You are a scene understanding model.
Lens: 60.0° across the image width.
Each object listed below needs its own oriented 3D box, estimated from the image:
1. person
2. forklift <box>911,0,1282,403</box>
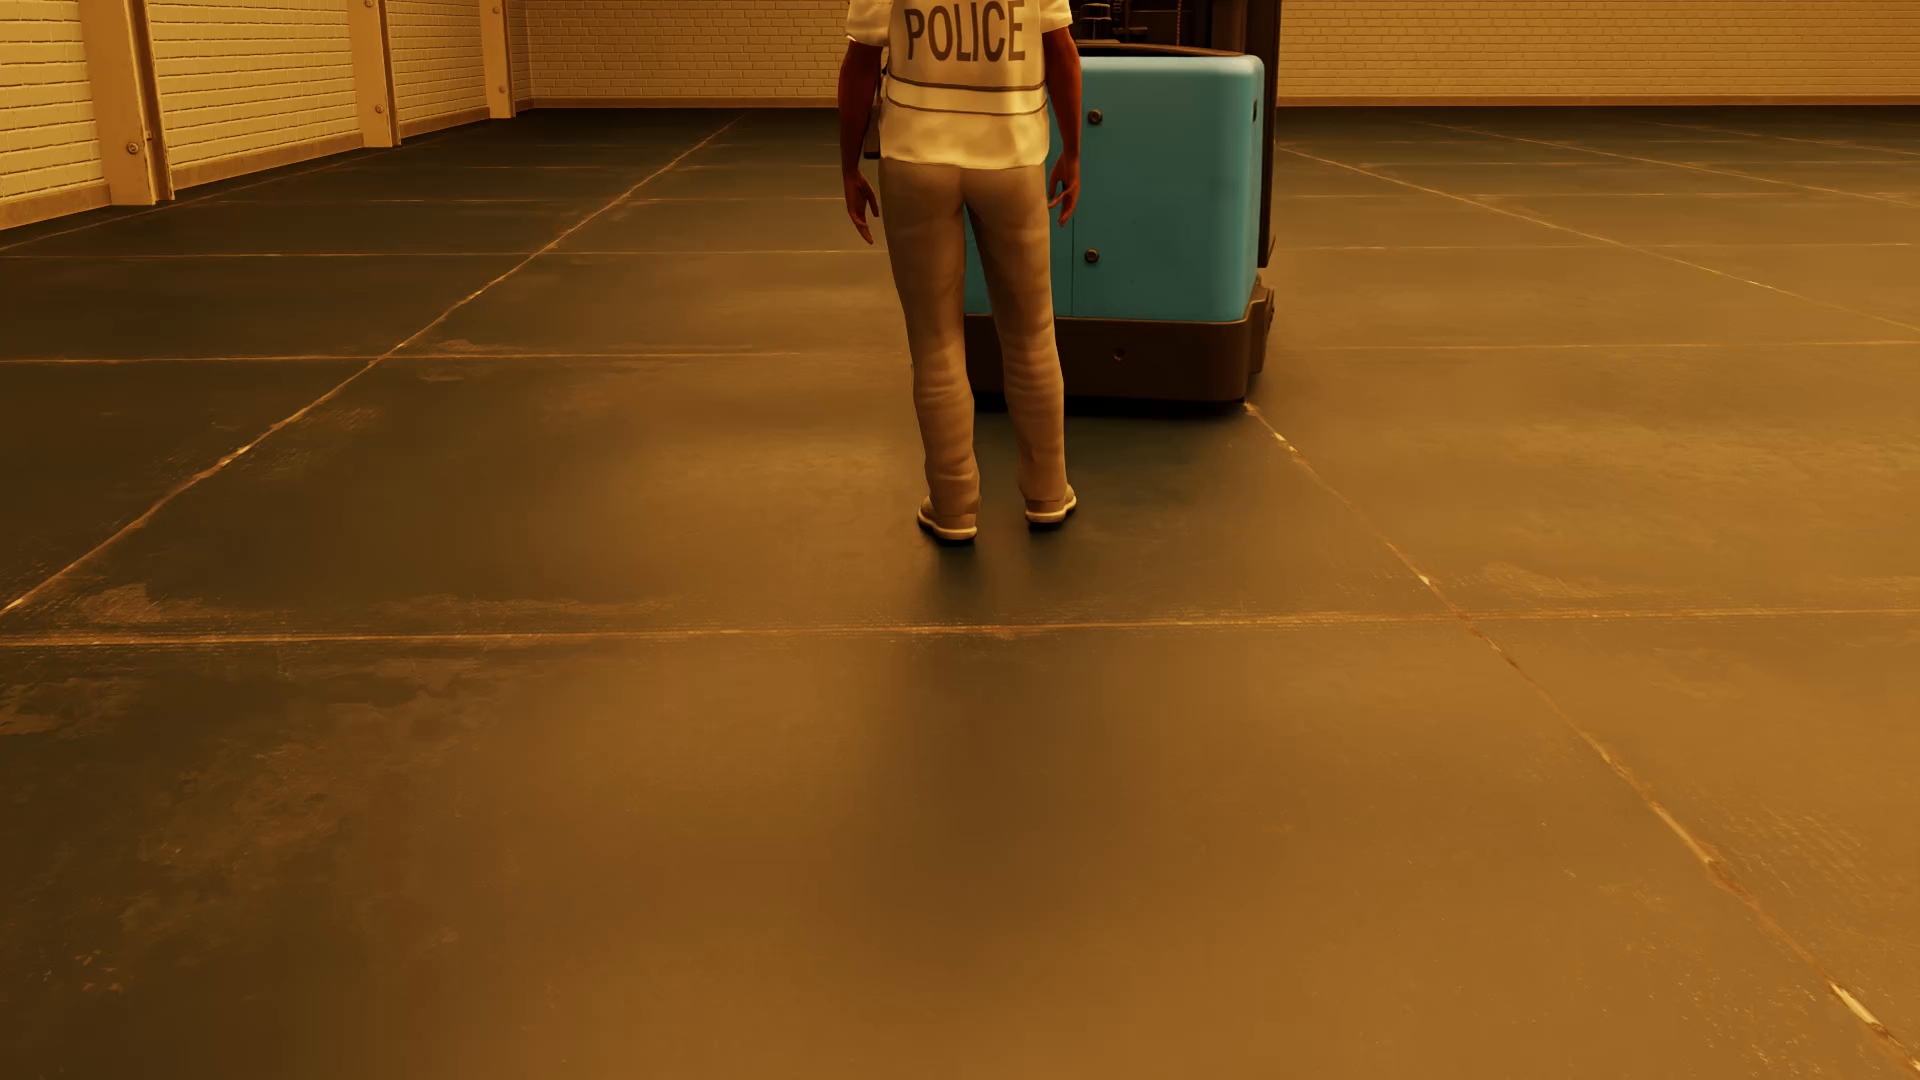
[{"bbox_3d":[0.015,-0.840,3.741,0.570,1.697,0.528,-1,17,-3],"label":"person"},{"bbox_3d":[0.657,-2.211,6.134,1.130,2.935,3.031,4,17,12],"label":"forklift"}]
